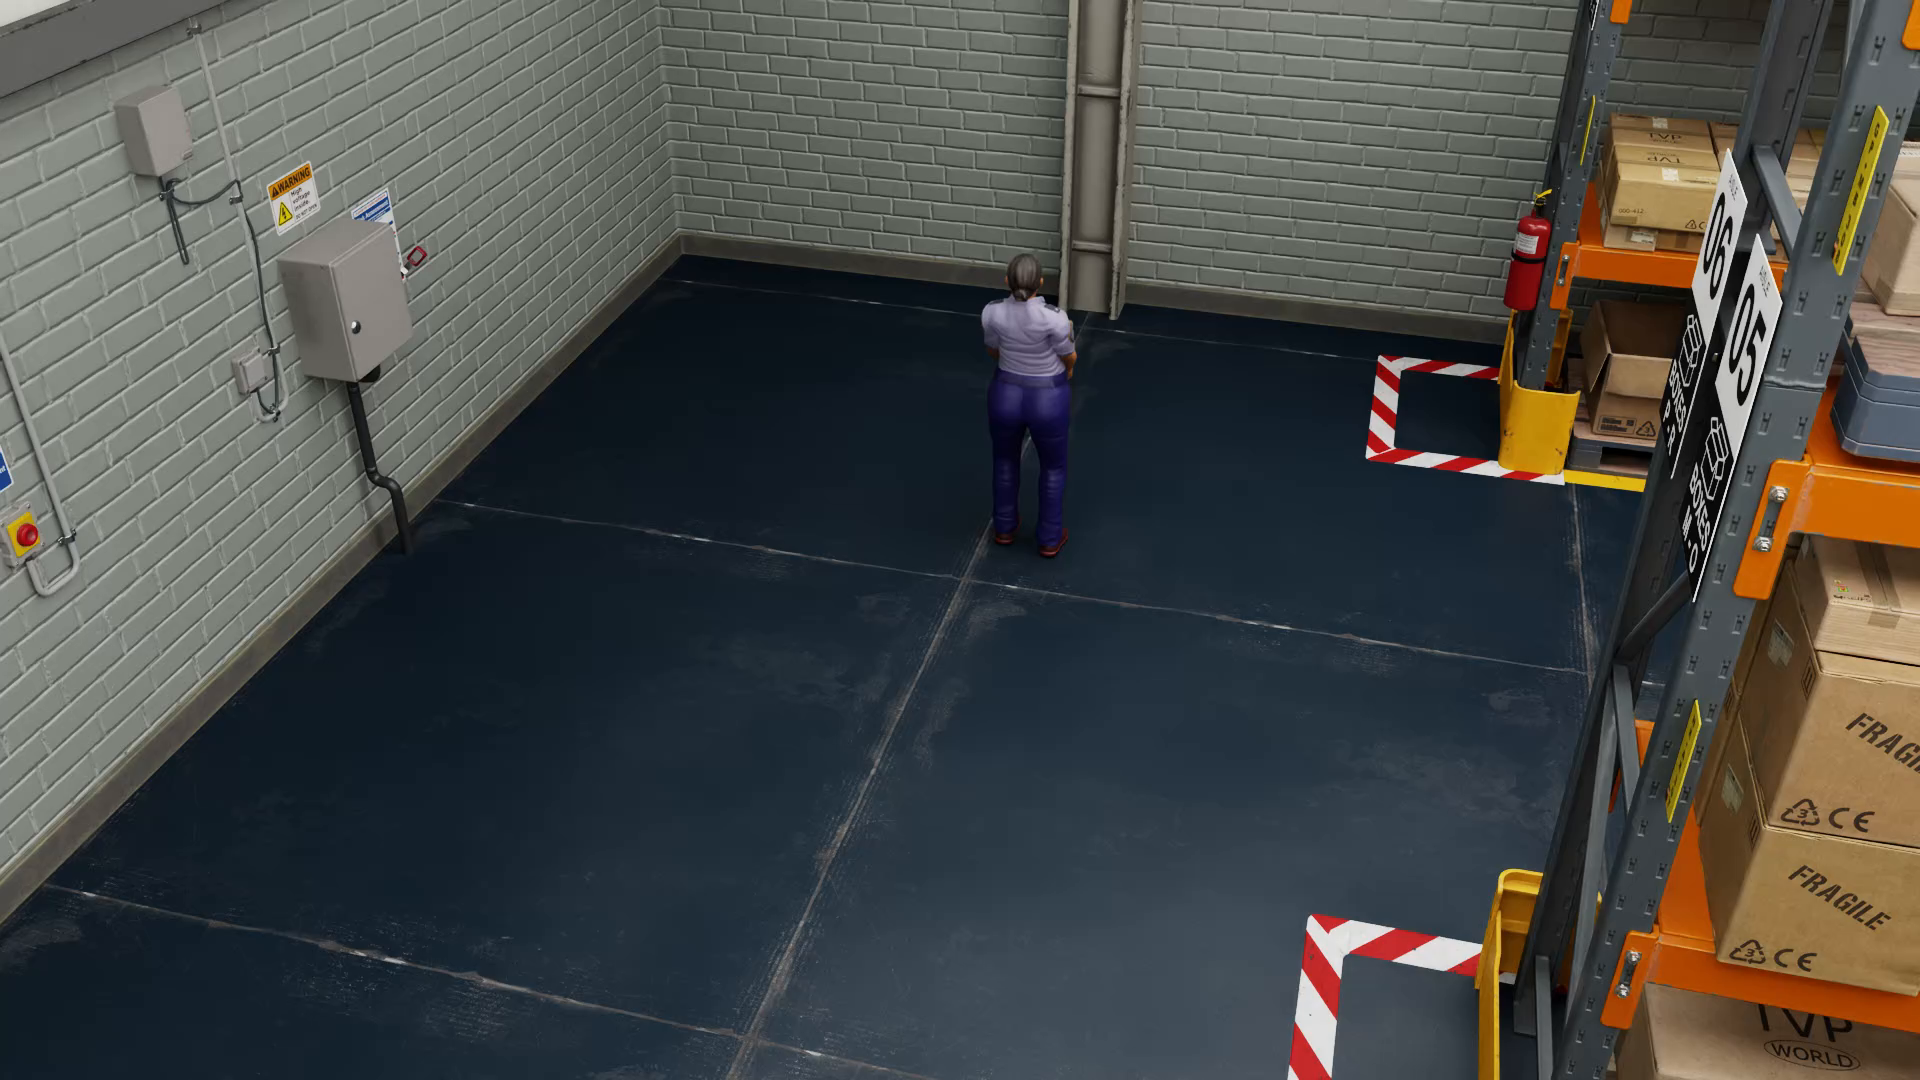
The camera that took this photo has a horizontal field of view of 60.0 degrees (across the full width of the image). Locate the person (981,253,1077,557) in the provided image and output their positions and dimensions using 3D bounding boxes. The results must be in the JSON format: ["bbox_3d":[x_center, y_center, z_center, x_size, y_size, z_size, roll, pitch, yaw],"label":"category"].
[{"bbox_3d":[0.353,-0.711,8.258,0.452,1.634,0.524,8,34,13],"label":"person"}]
